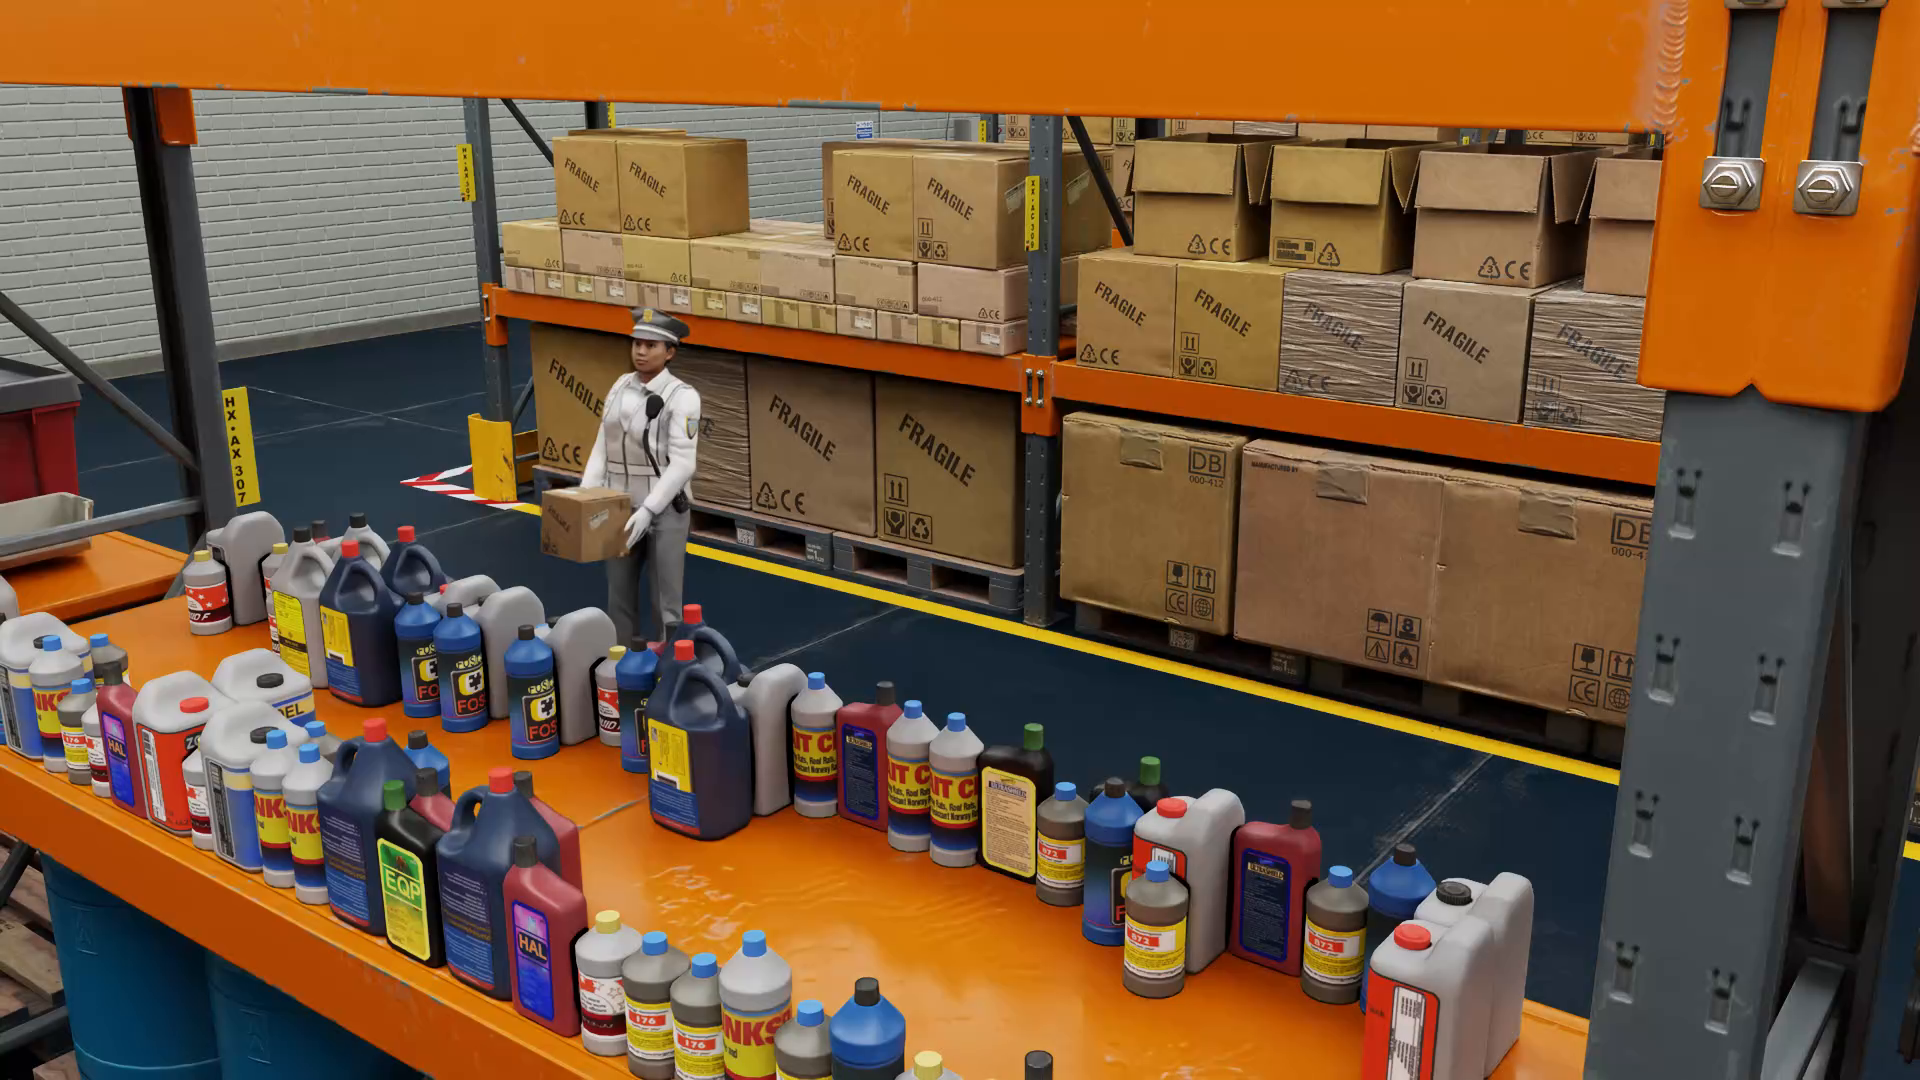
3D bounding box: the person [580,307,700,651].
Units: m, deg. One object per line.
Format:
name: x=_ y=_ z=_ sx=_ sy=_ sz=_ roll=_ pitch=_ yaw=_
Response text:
person: x=-1.304 y=-0.105 z=6.815 sx=0.517 sy=1.701 sz=0.509 roll=9 pitch=19 yaw=28
